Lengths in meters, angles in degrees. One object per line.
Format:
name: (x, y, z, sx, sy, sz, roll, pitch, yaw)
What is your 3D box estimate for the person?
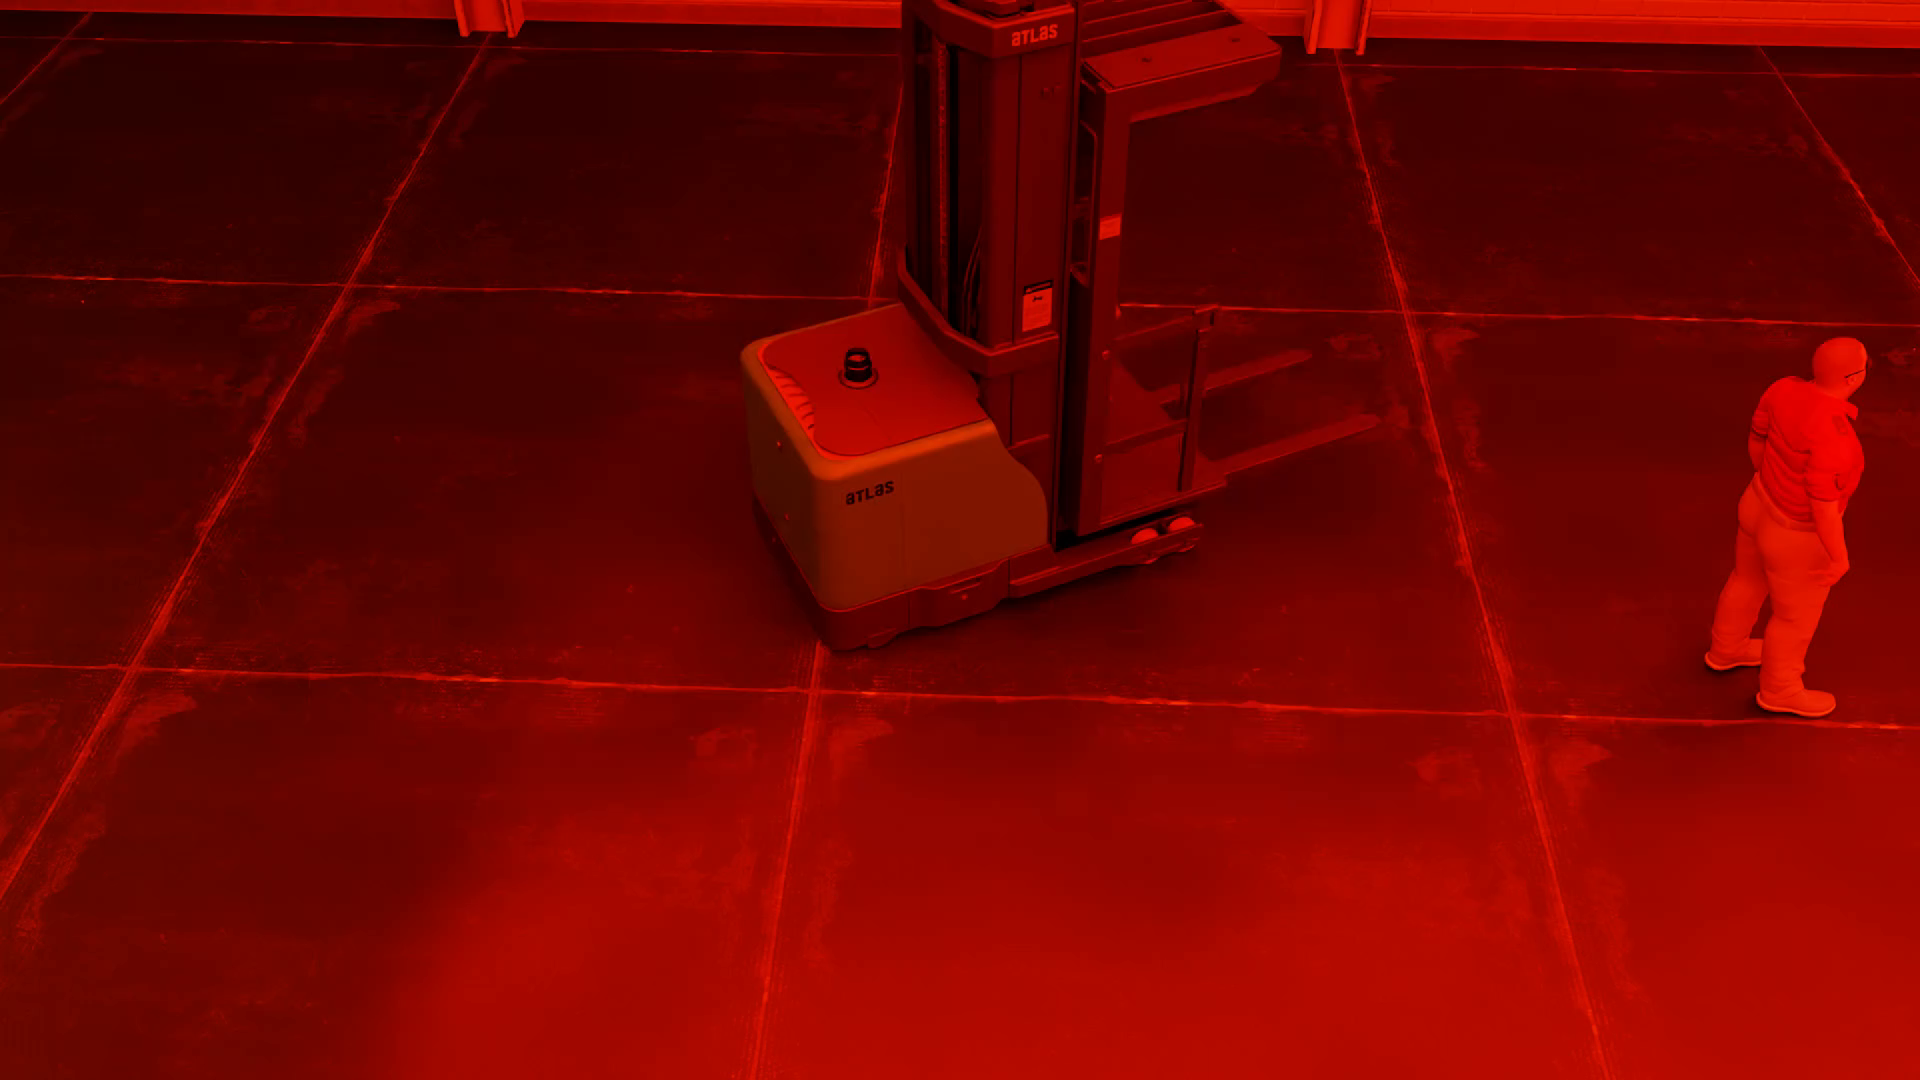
person: (3.432, -0.077, 6.707, 0.551, 1.727, 0.639, -5, 43, -6)

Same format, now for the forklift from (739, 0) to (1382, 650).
forklift: (0.579, -1.275, 7.139, 3.031, 2.935, 1.130, -18, 45, -18)
